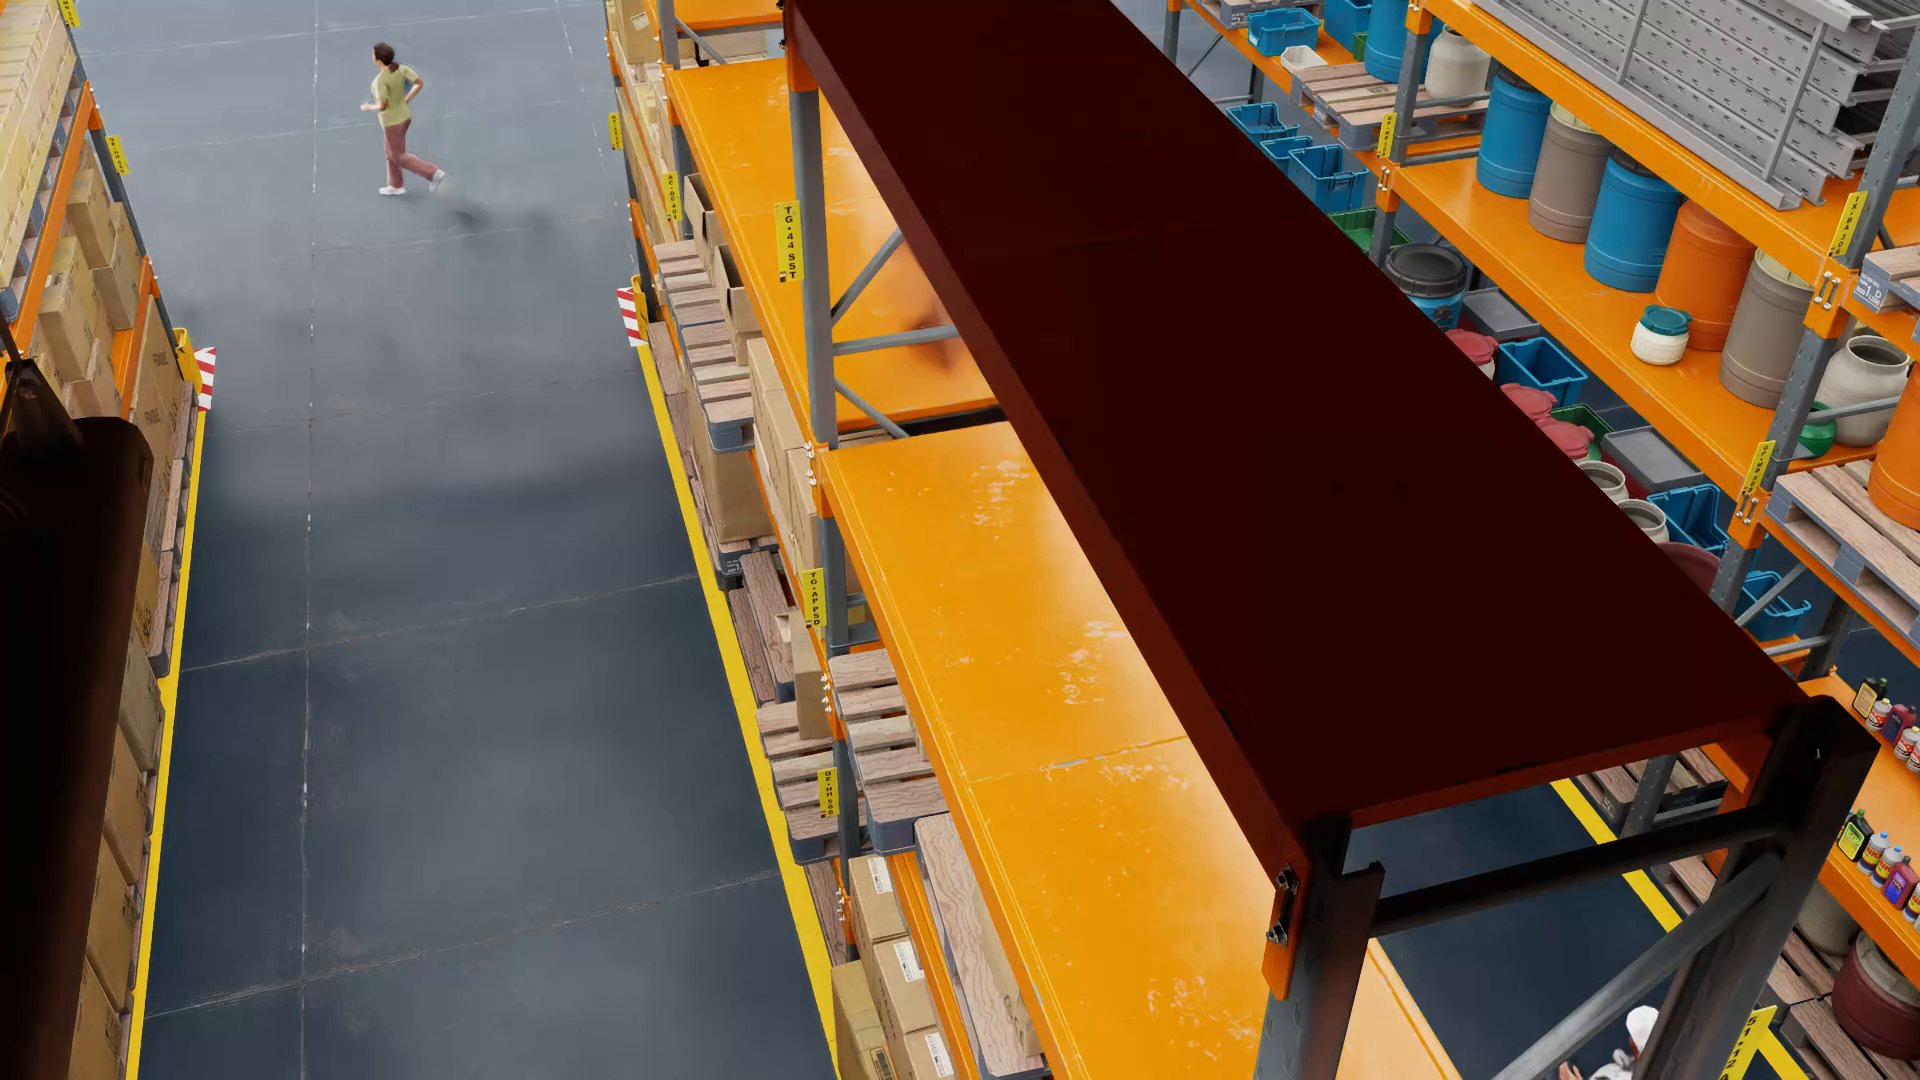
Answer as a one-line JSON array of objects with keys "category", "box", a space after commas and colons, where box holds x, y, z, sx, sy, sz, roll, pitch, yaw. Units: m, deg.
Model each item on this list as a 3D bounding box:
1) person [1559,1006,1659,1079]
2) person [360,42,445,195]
[{"category": "person", "box": [2.995, 2.747, 7.548, 0.660, 1.764, 0.728, -17, 41, -20]}, {"category": "person", "box": [-5.666, -4.182, 16.862, 0.879, 1.573, 0.579, 11, 40, 14]}]
